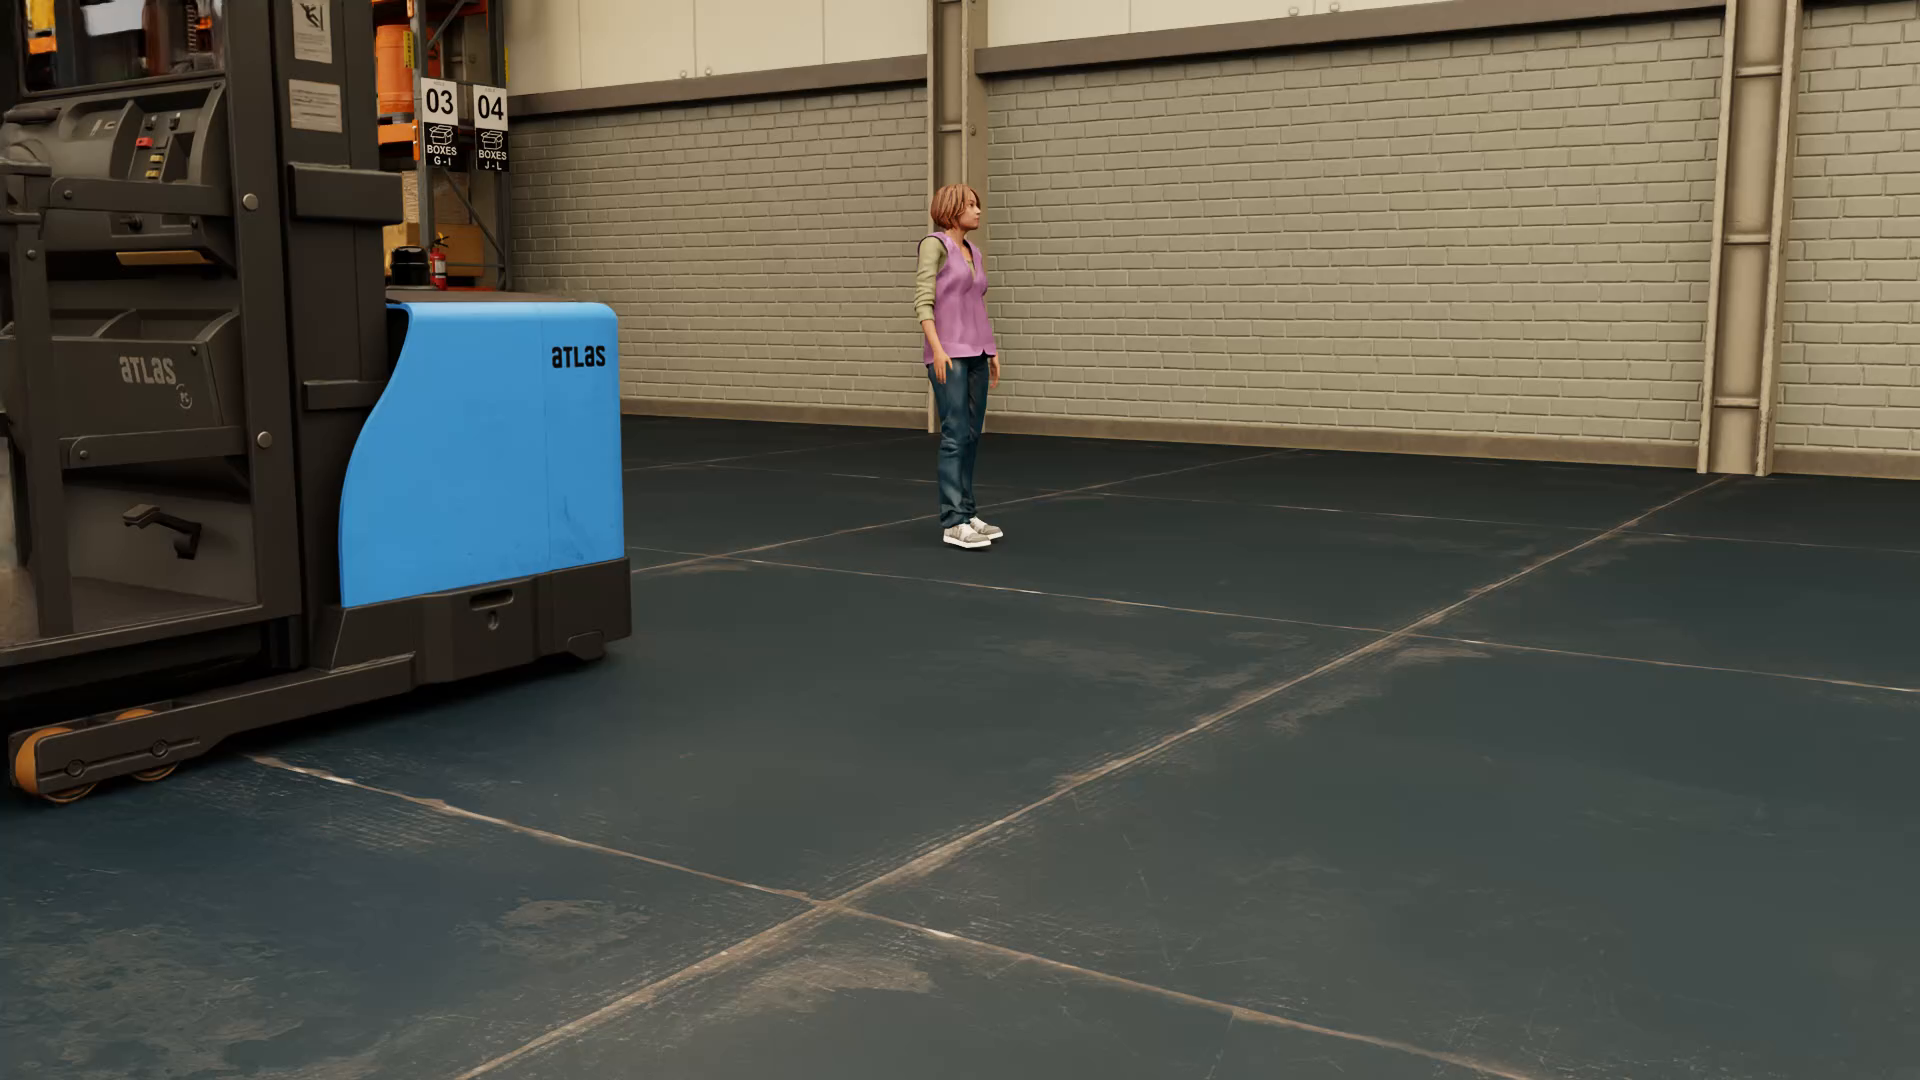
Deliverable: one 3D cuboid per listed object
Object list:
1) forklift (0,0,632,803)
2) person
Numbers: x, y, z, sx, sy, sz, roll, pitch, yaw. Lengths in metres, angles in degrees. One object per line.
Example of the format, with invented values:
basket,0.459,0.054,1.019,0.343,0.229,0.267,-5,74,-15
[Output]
forklift,-2.222,-0.956,3.918,1.130,2.935,3.031,5,10,32
person,0.053,-0.791,7.438,0.476,1.597,0.520,5,10,34
